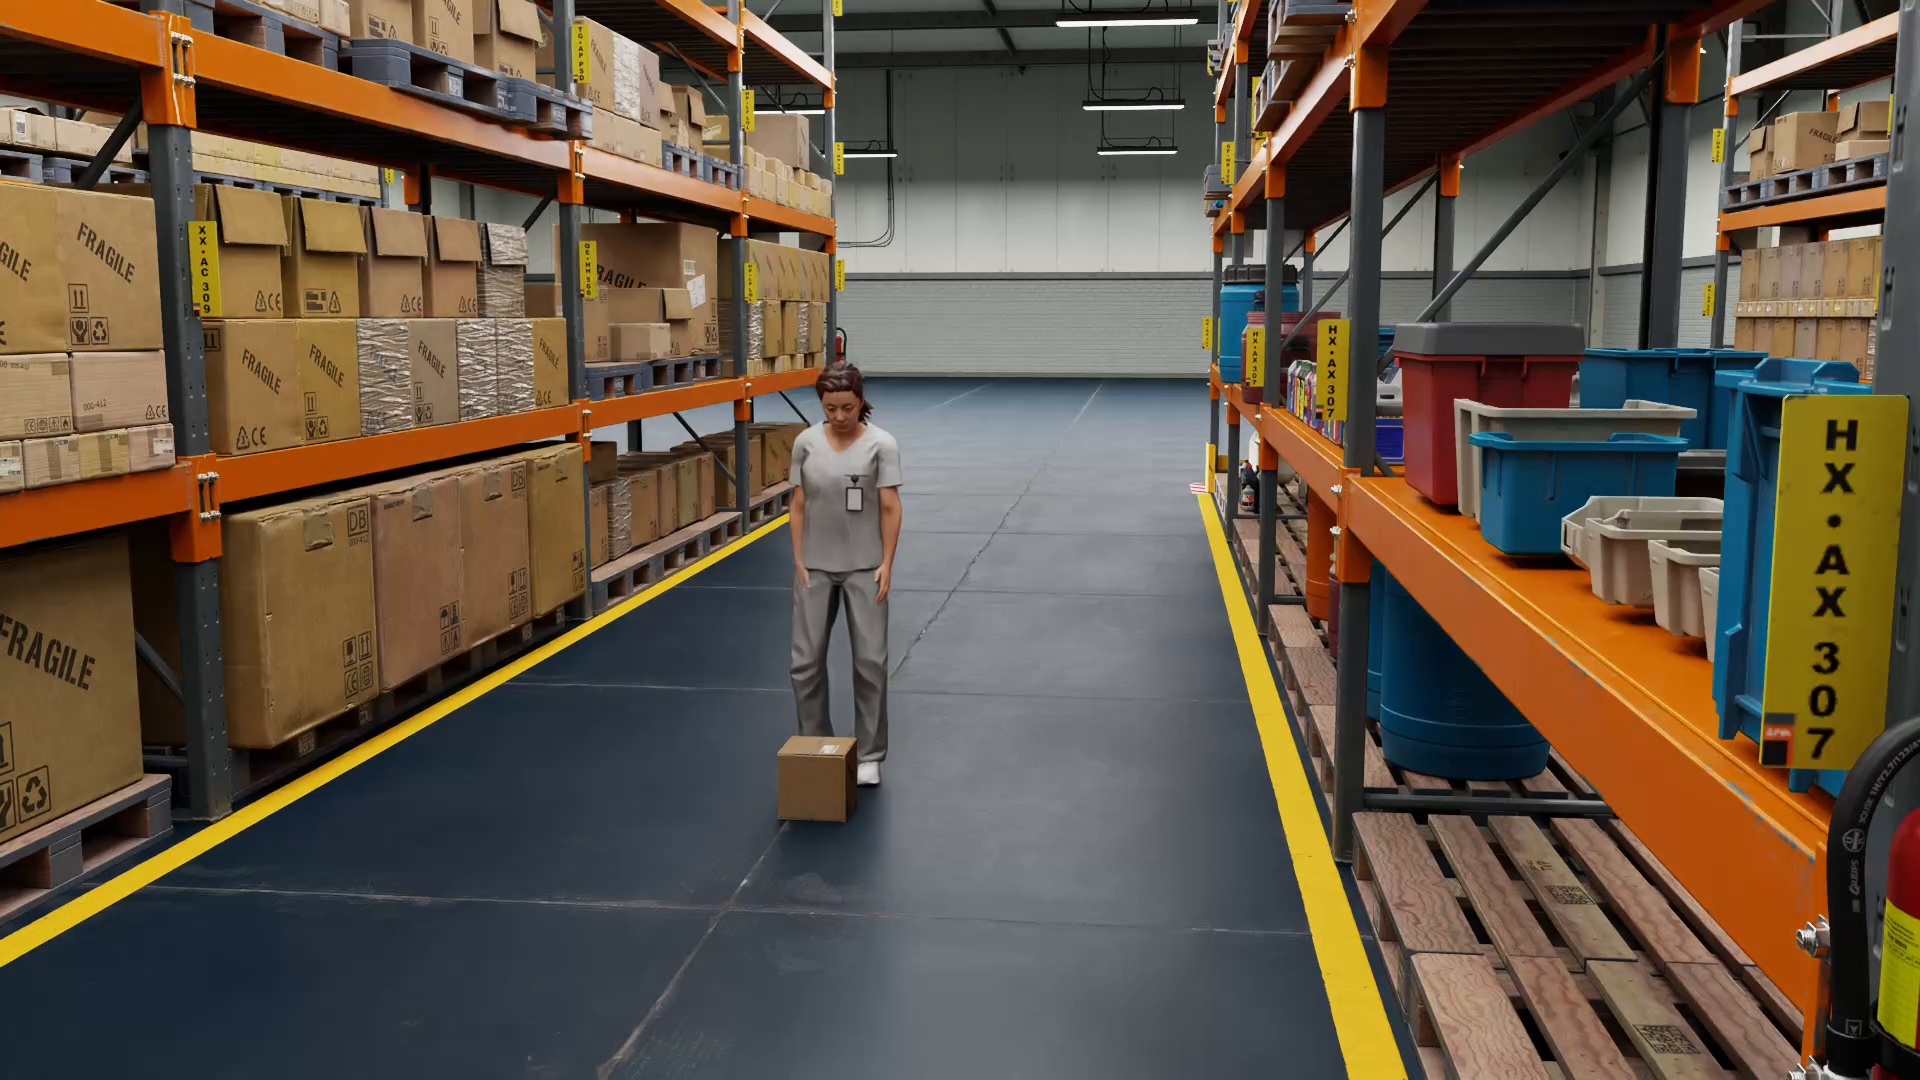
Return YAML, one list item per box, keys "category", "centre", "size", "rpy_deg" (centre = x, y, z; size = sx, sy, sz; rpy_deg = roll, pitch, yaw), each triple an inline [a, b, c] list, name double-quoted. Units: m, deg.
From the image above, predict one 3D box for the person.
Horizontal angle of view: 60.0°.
- category: "person"
  centre: [-0.447, 0.130, 6.487]
  size: [0.453, 1.644, 0.351]
  rpy_deg: [1, 8, 8]
